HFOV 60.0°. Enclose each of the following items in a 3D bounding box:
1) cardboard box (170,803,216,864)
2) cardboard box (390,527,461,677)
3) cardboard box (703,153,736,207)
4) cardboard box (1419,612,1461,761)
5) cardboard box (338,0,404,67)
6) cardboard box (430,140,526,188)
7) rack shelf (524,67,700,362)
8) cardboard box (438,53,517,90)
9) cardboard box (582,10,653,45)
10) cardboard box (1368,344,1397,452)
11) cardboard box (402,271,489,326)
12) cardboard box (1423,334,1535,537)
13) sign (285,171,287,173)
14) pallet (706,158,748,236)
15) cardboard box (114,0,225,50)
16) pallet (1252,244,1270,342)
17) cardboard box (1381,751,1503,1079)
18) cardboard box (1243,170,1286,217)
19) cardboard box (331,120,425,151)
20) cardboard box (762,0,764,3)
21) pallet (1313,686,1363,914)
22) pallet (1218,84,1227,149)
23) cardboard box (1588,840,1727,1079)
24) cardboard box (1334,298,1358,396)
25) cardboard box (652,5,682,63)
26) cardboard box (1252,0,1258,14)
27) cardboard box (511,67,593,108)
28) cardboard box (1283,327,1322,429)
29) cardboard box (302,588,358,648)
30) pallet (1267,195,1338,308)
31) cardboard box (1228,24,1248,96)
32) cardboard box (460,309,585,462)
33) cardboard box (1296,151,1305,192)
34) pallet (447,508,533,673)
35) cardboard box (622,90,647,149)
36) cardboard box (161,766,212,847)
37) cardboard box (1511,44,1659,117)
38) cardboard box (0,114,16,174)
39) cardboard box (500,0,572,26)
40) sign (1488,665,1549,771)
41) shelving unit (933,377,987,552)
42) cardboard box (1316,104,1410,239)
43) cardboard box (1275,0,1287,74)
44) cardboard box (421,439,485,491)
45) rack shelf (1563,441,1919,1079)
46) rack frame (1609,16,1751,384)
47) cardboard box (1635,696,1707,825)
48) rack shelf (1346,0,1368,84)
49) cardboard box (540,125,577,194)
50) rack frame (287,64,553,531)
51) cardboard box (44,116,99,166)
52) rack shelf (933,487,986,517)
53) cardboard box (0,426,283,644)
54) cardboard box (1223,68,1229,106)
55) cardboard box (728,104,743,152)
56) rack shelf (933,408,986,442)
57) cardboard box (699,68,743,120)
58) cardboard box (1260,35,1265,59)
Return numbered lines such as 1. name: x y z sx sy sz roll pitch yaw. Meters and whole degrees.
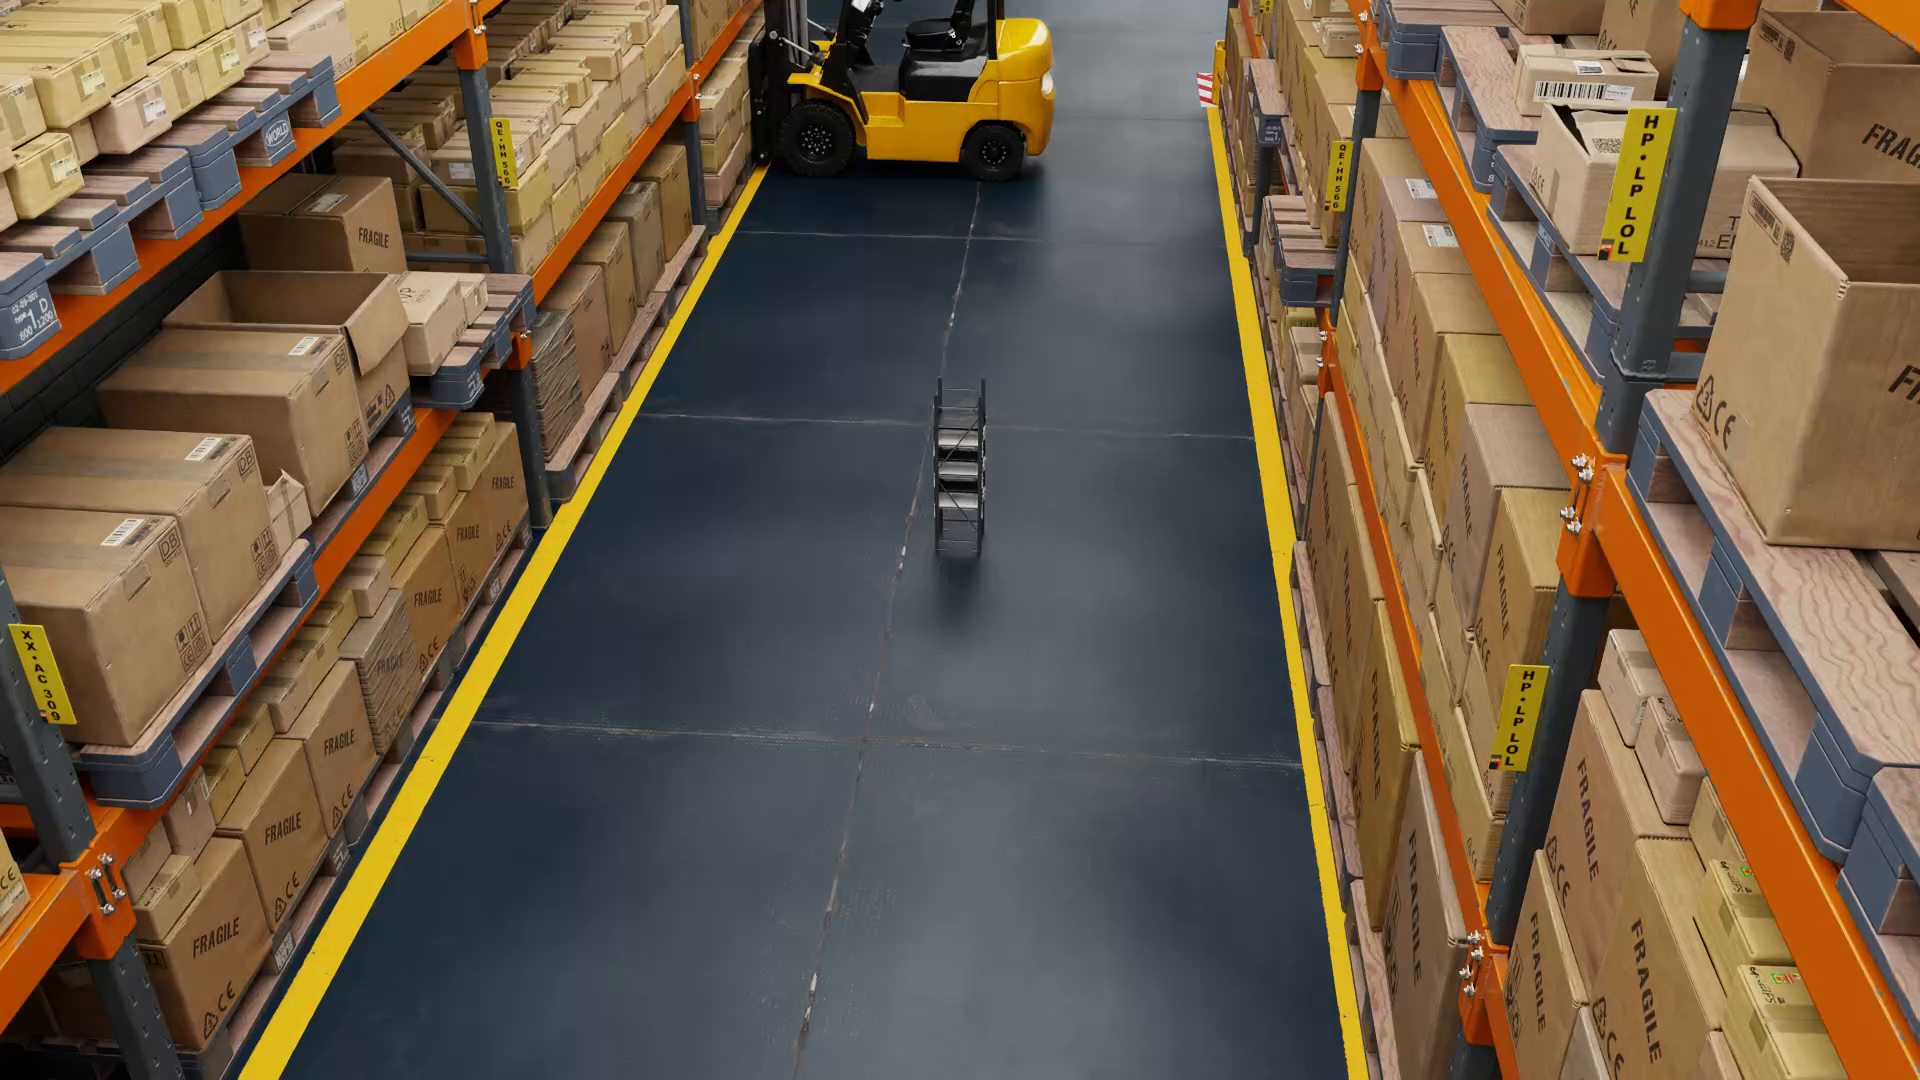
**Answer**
1. cardboard box: -2.773 0.998 5.636 0.380 0.149 0.250 2 32 3
2. cardboard box: -2.599 0.272 7.432 0.500 0.500 0.500 4 32 6
3. cardboard box: -1.992 -2.717 12.521 0.500 0.250 0.500 3 32 4
4. cardboard box: 1.762 0.475 5.263 0.500 0.250 0.500 2 32 3
5. cardboard box: -2.527 -2.050 6.502 0.500 0.250 0.500 3 32 4
6. cardboard box: -2.368 -1.851 8.182 0.380 0.149 0.250 3 32 5
7. rack shelf: -2.525 -2.118 10.014 1.077 0.370 4.000 2 32 4
8. cardboard box: -2.757 -2.680 9.526 0.380 0.149 0.250 3 32 5
9. cardboard box: -2.133 -3.196 10.364 0.380 0.149 0.250 2 32 2
10. cardboard box: 1.877 -0.533 6.422 0.500 0.250 0.500 2 32 4
11. cardboard box: -2.359 -1.091 7.500 0.380 0.149 0.250 3 32 5
12. cardboard box: 1.816 -0.325 5.369 0.500 0.500 0.500 3 32 5
13. sign: -3.241 -1.894 7.860 0.100 0.325 0.005 2 32 4
14. pallet: -2.255 -2.697 12.925 1.003 0.211 1.213 2 32 4
15. cardboard box: -2.515 -1.619 5.120 0.380 0.149 0.250 3 32 4
16. pallet: 2.524 -1.666 11.252 1.003 0.211 1.213 2 32 4
17. cardboard box: 1.905 1.321 5.372 0.875 0.875 0.875 3 32 6
18. cardboard box: 2.366 -2.589 12.313 0.500 0.250 0.500 4 32 6
19. cardboard box: -2.953 -2.018 8.451 0.380 0.149 0.250 3 32 5
20. cardboard box: -1.763 -4.742 14.853 0.500 0.250 0.500 3 32 6
21. pallet: 2.019 1.064 6.823 1.003 0.211 1.213 2 32 4
22. pallet: 2.804 -3.702 14.555 1.003 0.211 1.213 2 32 4
23. cardboard box: 1.607 0.957 3.289 0.500 0.500 0.500 2 32 3
24. cardboard box: 1.969 -0.860 7.429 0.500 0.250 0.500 2 32 3
25. cardboard box: -2.147 -3.352 10.996 0.500 0.250 0.500 2 32 3
26. cardboard box: 2.447 -4.213 12.349 0.500 0.500 0.500 3 32 5
27. cardboard box: -2.273 -2.527 9.278 0.380 0.149 0.250 3 32 5
28. cardboard box: 2.368 -0.910 9.472 0.950 0.372 0.625 2 32 3
29. cardboard box: -2.682 0.318 6.739 0.380 0.149 0.250 3 32 4
30. pallet: 2.212 -1.464 8.450 1.213 0.211 1.003 2 32 4
31. cardboard box: 2.530 -3.983 13.860 0.500 0.500 0.500 1 32 2
32. cardboard box: -2.623 -0.872 9.169 0.875 0.625 0.625 3 32 6
33. cardboard box: 2.015 -1.975 8.934 0.380 0.149 0.250 3 32 5
34. pallet: -2.786 0.197 8.229 1.003 0.211 1.213 2 32 4
35. cardboard box: -2.249 -2.610 10.269 0.500 0.250 0.500 3 32 4
36. cardboard box: -2.745 0.881 5.541 0.380 0.149 0.250 1 32 2
37. cardboard box: 1.939 -1.428 5.172 0.380 0.166 0.250 5 32 8
38. cardboard box: -2.552 -0.943 4.022 0.380 0.149 0.250 3 32 5
39. cardboard box: -2.700 -3.346 10.606 0.380 0.149 0.250 2 32 4
40. sign: 1.393 0.446 4.140 0.100 0.325 0.005 2 32 4
41. shelving unit: -0.001 -0.379 8.507 0.258 0.900 0.210 2 32 4
42. cardboard box: 2.020 -1.766 7.978 0.500 0.500 0.500 2 32 3
43. cardboard box: 2.221 -3.113 10.164 0.500 0.500 0.500 3 32 4
44. cardboard box: -2.467 -0.356 7.833 0.380 0.149 0.250 1 32 1
45. rack shelf: 1.772 0.998 2.098 1.077 0.370 4.000 2 32 4
46. rack frame: 1.934 -1.631 2.819 1.000 3.000 0.127 2 32 4
47. cardboard box: 1.645 0.467 3.466 0.380 0.149 0.250 3 32 5
48. rack shelf: 2.423 -3.185 8.886 1.077 0.370 4.000 2 32 4
49. cardboard box: -2.366 -2.011 8.821 0.500 0.250 0.500 3 32 6
50. rack frame: -2.688 -1.379 8.128 1.000 3.000 0.127 2 32 4
51. cardboard box: -2.614 -1.088 4.541 0.380 0.149 0.250 3 32 4
52. rack shelf: -0.001 -0.197 8.619 0.258 0.077 0.200 2 32 4
53. cardboard box: -2.709 -0.023 5.432 0.700 0.500 0.500 3 32 5
54. cardboard box: 2.570 -3.950 14.521 0.500 0.250 0.500 2 32 4
55. cardboard box: -1.976 -3.195 12.819 0.500 0.250 0.500 2 32 4
56. rack shelf: -0.001 -0.580 8.383 0.258 0.077 0.200 2 32 4
57. cardboard box: -1.958 -3.411 12.693 0.500 0.250 0.500 3 32 4
58. cardboard box: 2.321 -3.465 11.753 0.380 0.149 0.250 3 32 5
